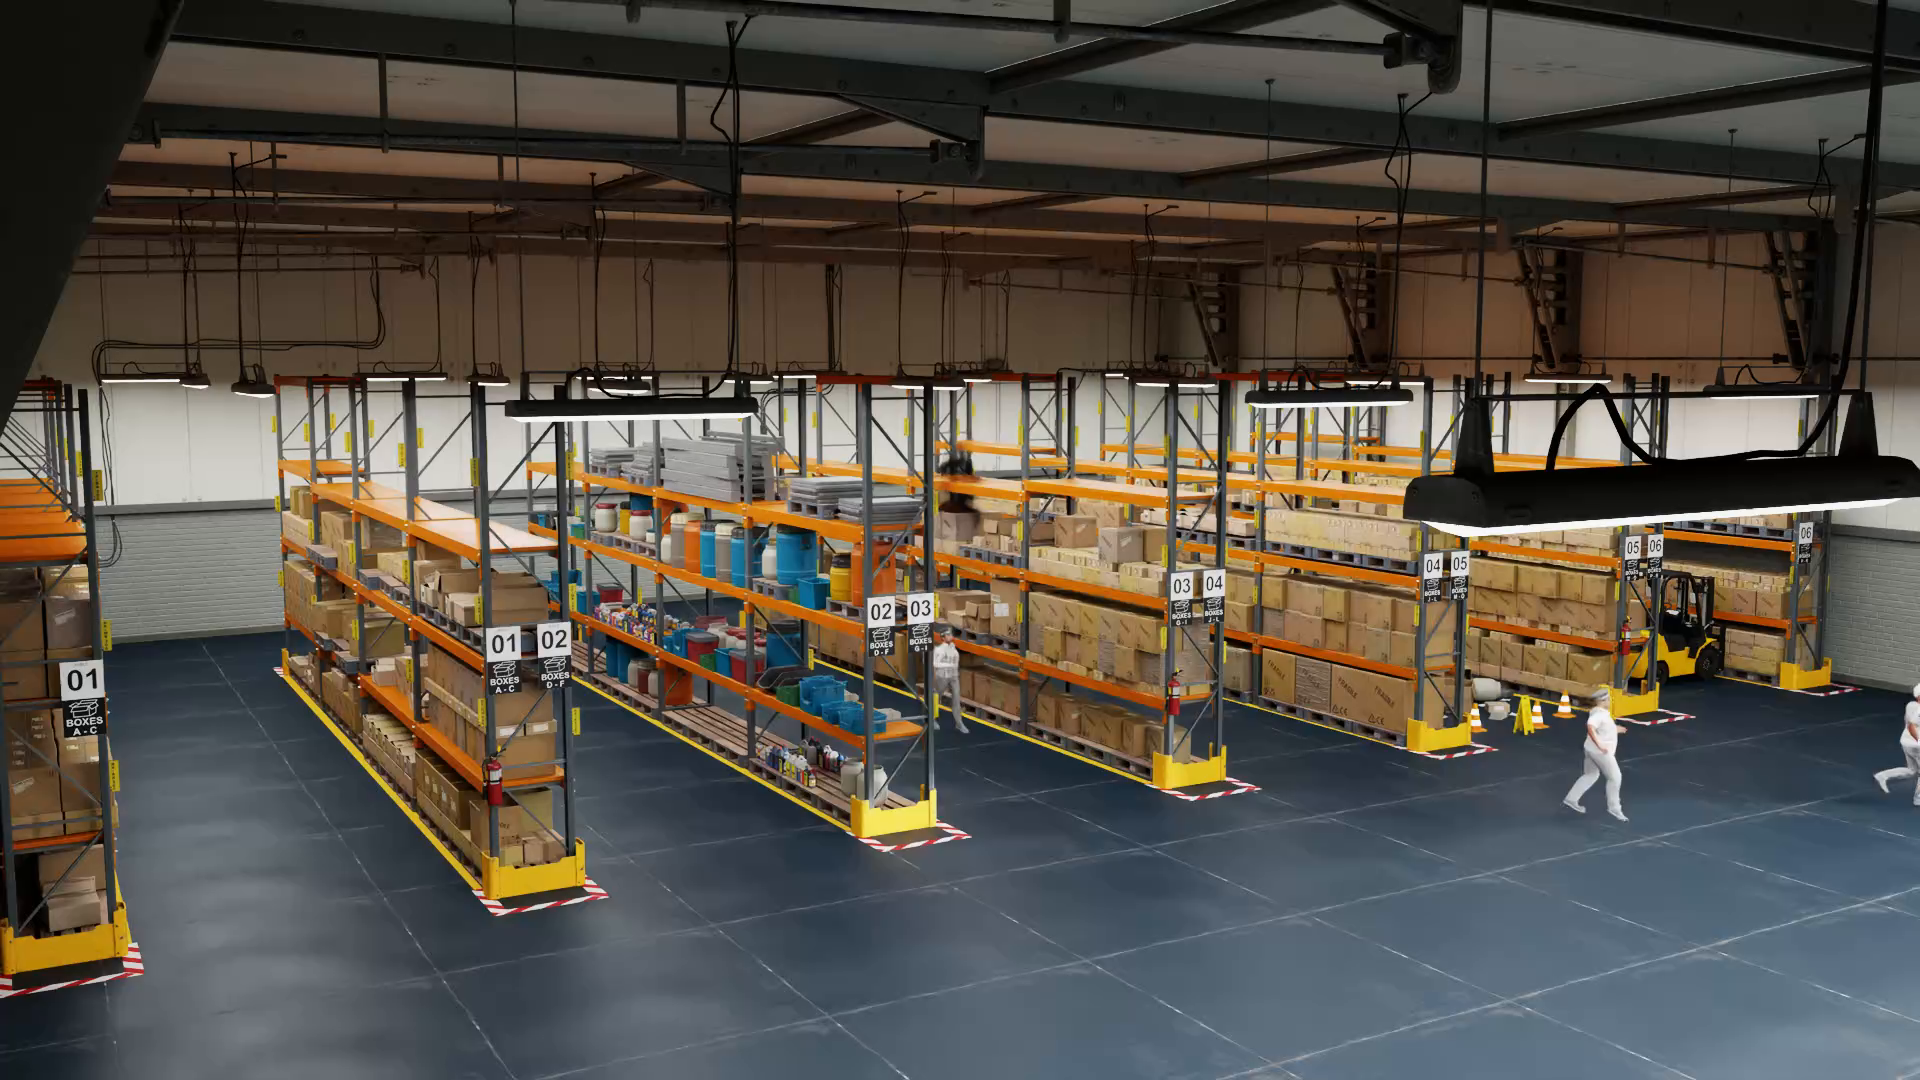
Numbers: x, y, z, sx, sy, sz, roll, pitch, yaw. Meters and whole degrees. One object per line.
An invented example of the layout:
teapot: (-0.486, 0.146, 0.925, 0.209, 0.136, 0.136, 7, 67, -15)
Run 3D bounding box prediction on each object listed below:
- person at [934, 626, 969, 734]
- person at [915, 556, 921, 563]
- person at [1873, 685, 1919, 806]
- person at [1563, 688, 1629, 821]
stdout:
person: (-0.194, 2.248, 26.856, 0.612, 1.737, 0.853, -6, 9, -43)
person: (-1.102, 1.223, 38.932, 0.725, 1.778, 0.630, -2, 6, -15)
person: (13.431, 2.899, 23.525, 0.813, 1.746, 0.663, 2, 7, 17)
person: (8.784, 2.953, 22.906, 0.841, 1.840, 0.647, 0, 6, 2)
